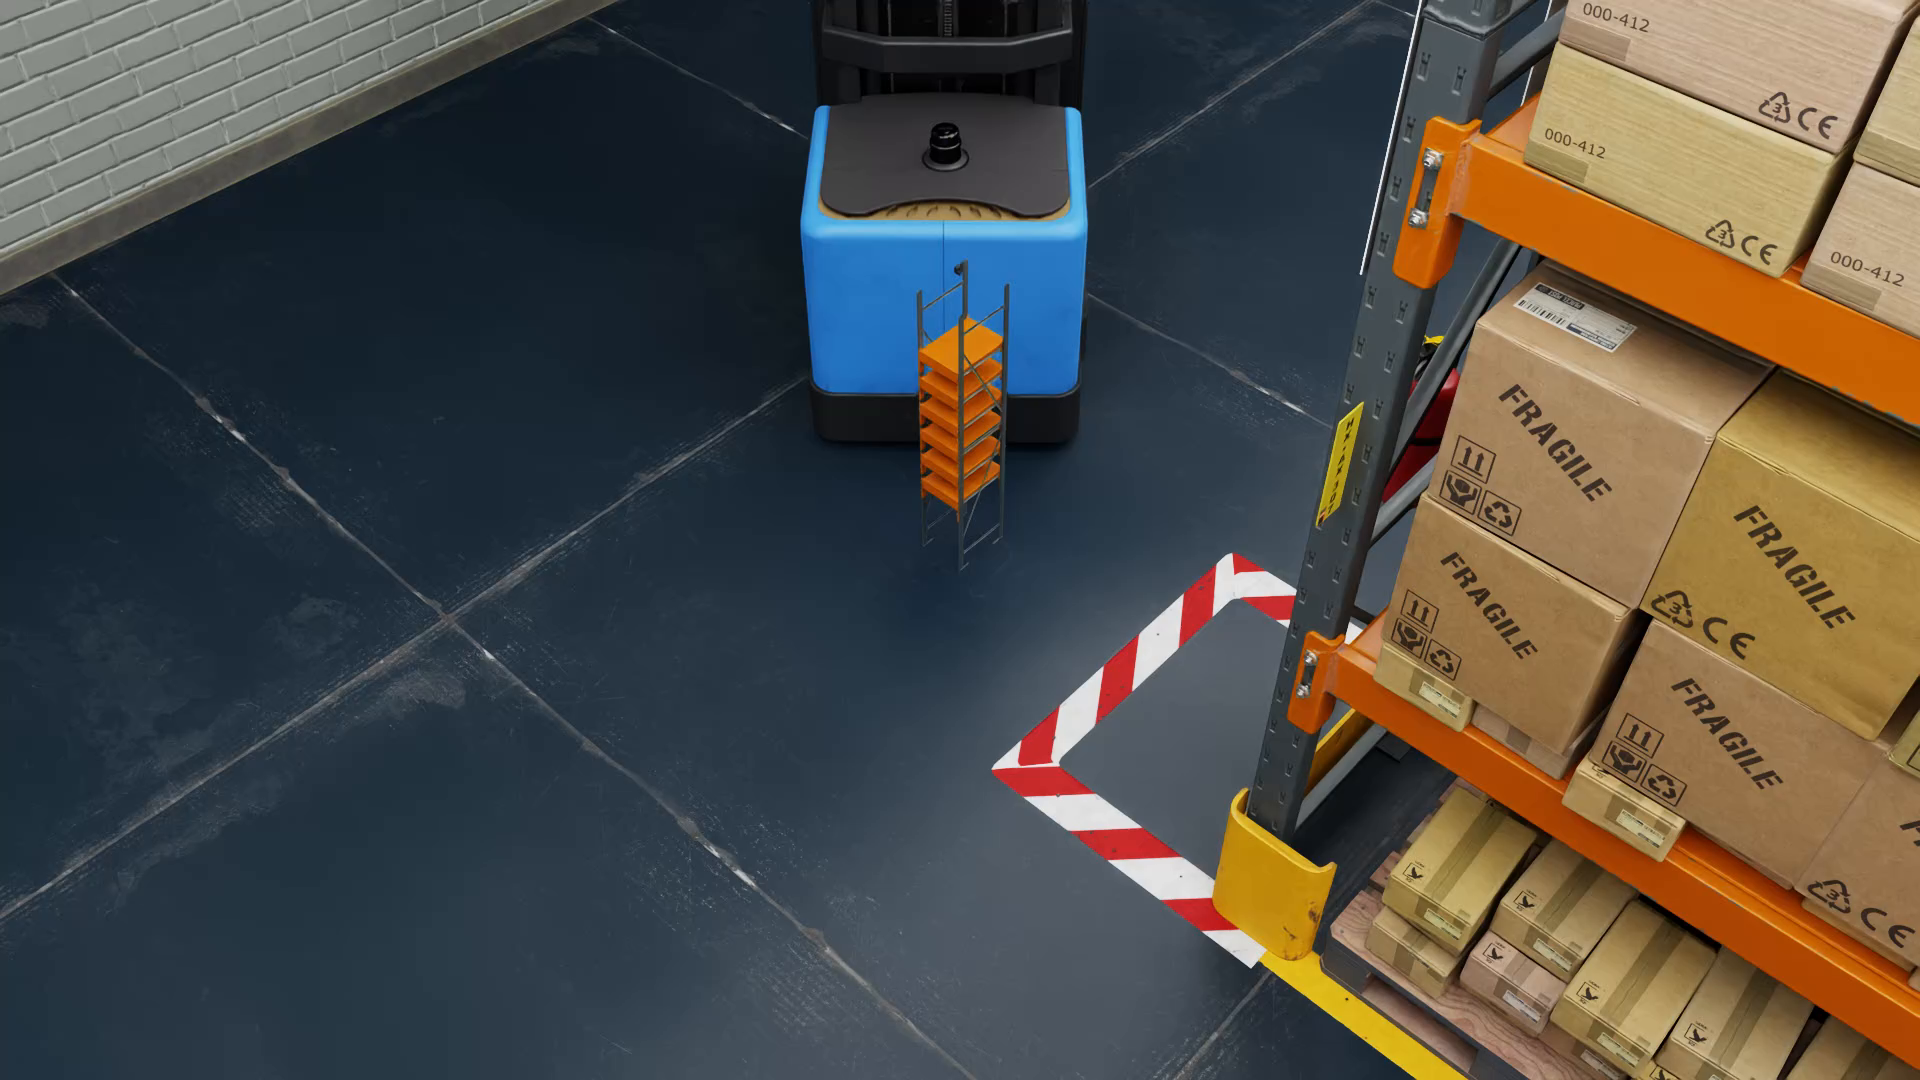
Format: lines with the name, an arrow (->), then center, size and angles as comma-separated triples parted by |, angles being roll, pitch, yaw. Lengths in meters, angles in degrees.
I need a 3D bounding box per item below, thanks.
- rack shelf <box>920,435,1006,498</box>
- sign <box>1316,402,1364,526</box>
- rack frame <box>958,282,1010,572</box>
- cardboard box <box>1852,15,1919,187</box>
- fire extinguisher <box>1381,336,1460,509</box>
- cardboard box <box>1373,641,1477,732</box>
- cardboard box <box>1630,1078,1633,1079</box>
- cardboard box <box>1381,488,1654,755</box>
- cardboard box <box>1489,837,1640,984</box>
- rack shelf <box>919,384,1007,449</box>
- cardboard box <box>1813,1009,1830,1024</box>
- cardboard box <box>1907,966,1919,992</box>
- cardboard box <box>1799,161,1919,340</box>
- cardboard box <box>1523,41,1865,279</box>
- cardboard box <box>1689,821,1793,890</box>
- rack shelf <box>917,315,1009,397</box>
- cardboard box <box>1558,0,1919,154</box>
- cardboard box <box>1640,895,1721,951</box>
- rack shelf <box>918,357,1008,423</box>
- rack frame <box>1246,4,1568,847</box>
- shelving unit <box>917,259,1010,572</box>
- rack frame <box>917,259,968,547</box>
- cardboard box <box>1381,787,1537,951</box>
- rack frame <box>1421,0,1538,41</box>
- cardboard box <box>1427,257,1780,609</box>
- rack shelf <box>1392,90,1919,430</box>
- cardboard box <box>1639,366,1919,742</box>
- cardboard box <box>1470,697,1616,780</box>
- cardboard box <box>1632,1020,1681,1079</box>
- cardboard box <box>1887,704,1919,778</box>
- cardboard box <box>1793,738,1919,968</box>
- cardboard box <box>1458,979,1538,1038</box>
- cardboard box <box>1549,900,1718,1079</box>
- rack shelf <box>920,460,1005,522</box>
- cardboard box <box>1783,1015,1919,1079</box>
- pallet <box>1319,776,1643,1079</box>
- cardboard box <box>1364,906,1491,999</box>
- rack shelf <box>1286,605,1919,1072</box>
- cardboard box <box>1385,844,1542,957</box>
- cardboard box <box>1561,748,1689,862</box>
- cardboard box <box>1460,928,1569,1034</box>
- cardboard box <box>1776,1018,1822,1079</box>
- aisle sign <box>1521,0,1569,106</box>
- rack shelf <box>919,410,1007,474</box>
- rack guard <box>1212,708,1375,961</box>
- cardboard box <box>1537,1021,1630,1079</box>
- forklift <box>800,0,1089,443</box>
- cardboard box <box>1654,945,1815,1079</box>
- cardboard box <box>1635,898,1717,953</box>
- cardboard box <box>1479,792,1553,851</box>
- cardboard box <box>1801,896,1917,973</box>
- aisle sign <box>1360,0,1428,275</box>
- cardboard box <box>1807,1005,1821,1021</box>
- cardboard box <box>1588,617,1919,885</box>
rack shelf -> 0.011, -0.291, 5.926 | 0.180, 0.103, 0.258 | 34, 55, 28
sign -> 0.859, -0.169, 3.758 | 0.005, 0.325, 0.100 | 34, 55, 28
rack frame -> 0.078, -0.358, 5.763 | 0.006, 1.200, 0.240 | 34, 55, 28
cardboard box -> 1.757, -0.697, 2.549 | 0.500, 0.250, 0.500 | 33, 55, 27
fire extinguisher -> 1.355, -0.382, 4.859 | 0.183, 0.674, 0.296 | 34, 55, 28
cardboard box -> 1.242, 0.258, 4.123 | 0.250, 0.149, 0.380 | 34, 55, 27
cardboard box -> 1.943, 1.489, 4.462 | 0.250, 0.149, 0.380 | 35, 56, 28
cardboard box -> 1.369, 0.070, 3.854 | 0.500, 0.500, 0.500 | -36, 56, -29
cardboard box -> 1.666, 0.978, 4.534 | 0.250, 0.149, 0.380 | 35, 56, 28
rack shelf -> 0.011, -0.455, 5.751 | 0.180, 0.103, 0.258 | 34, 55, 28
cardboard box -> 2.569, 1.274, 4.664 | 0.250, 0.149, 0.380 | 32, 54, 26
cardboard box -> 2.247, 0.862, 3.555 | 0.250, 0.149, 0.380 | 33, 55, 27
cardboard box -> 1.767, -0.518, 2.724 | 0.500, 0.250, 0.500 | 36, 56, 29
cardboard box -> 1.383, -0.780, 2.970 | 0.500, 0.250, 0.500 | 36, 56, 29
cardboard box -> 1.902, 0.578, 3.822 | 0.380, 0.149, 0.250 | -36, 56, -29
rack shelf -> 0.011, -0.620, 5.576 | 0.180, 0.103, 0.258 | 34, 55, 28
cardboard box -> 1.380, -0.949, 2.786 | 0.500, 0.250, 0.500 | 35, 56, 28
cardboard box -> 2.148, 1.066, 4.859 | 0.250, 0.149, 0.380 | 34, 55, 28
rack shelf -> 0.011, -0.537, 5.663 | 0.180, 0.103, 0.258 | 34, 55, 28
rack frame -> 1.227, -0.164, 4.346 | 0.127, 3.000, 1.000 | 34, 55, 28
shelving unit -> 0.011, -0.404, 5.806 | 0.189, 1.200, 0.258 | 34, 55, 28
rack frame -> -0.057, -0.449, 5.848 | 0.006, 1.200, 0.240 | 34, 55, 28
cardboard box -> 1.381, 0.906, 4.601 | 0.250, 0.149, 0.380 | 32, 54, 26
rack frame -> 1.227, -2.217, 2.159 | 0.127, 3.000, 1.000 | 34, 55, 28
cardboard box -> 1.377, -0.278, 3.495 | 0.500, 0.500, 0.500 | 34, 55, 27
rack shelf -> 2.696, 0.045, 2.587 | 4.000, 0.370, 1.077 | 34, 55, 28
cardboard box -> 1.752, -0.032, 3.264 | 0.500, 0.500, 0.500 | 36, 56, 29
cardboard box -> 1.458, 0.362, 4.025 | 0.250, 0.149, 0.380 | 36, 56, 29
cardboard box -> 1.955, 1.387, 4.353 | 0.250, 0.149, 0.380 | 36, 56, 29
cardboard box -> 2.119, 0.237, 3.011 | 0.500, 0.500, 0.500 | 33, 55, 27
cardboard box -> 2.131, 0.570, 3.385 | 0.500, 0.500, 0.500 | 35, 56, 28
cardboard box -> 1.643, 1.184, 4.748 | 0.250, 0.149, 0.380 | 34, 55, 28
cardboard box -> 1.764, 1.171, 4.353 | 0.250, 0.149, 0.380 | 34, 55, 28
rack shelf -> 0.011, -0.209, 6.013 | 0.180, 0.103, 0.258 | 34, 55, 28
cardboard box -> 2.200, 1.391, 4.146 | 0.250, 0.149, 0.380 | 36, 56, 29
pallet -> 1.856, 1.249, 4.933 | 1.213, 0.211, 1.003 | 34, 55, 28
cardboard box -> 1.395, 1.099, 4.828 | 0.250, 0.149, 0.380 | 35, 56, 28
rack shelf -> 2.696, 1.071, 3.680 | 4.000, 0.370, 1.077 | 34, 55, 28
cardboard box -> 1.438, 0.963, 4.752 | 0.380, 0.149, 0.250 | -36, 56, -29
cardboard box -> 1.619, 0.523, 3.873 | 0.250, 0.149, 0.380 | 32, 55, 27
cardboard box -> 1.601, 1.129, 4.596 | 0.250, 0.149, 0.380 | 34, 55, 28
cardboard box -> 2.215, 1.468, 4.278 | 0.250, 0.149, 0.380 | 31, 54, 26
aisle sign -> 1.377, -1.251, 3.583 | 0.004, 0.787, 0.394 | 34, 55, 28
rack shelf -> 0.011, -0.373, 5.838 | 0.180, 0.103, 0.258 | 34, 55, 28
rack guard -> 1.283, 0.729, 5.222 | 0.348, 0.500, 1.175 | 34, 55, 28
cardboard box -> 1.830, 1.303, 4.636 | 0.250, 0.149, 0.380 | 35, 56, 28
forklift -> -0.038, -2.442, 6.532 | 1.130, 2.935, 3.031 | 1, 47, 1
cardboard box -> 2.002, 1.249, 4.279 | 0.250, 0.149, 0.380 | 31, 54, 26
cardboard box -> 1.840, 1.202, 4.527 | 0.250, 0.149, 0.380 | 35, 56, 28
cardboard box -> 1.755, 0.817, 5.093 | 0.250, 0.149, 0.380 | 35, 56, 28
cardboard box -> 2.085, 0.725, 3.684 | 0.250, 0.149, 0.380 | 33, 55, 27
aisle sign -> 0.970, -0.929, 3.282 | 0.004, 0.787, 0.394 | 34, 55, 28
cardboard box -> 2.319, 1.119, 4.606 | 0.250, 0.149, 0.380 | 33, 55, 27
cardboard box -> 1.780, 0.321, 3.618 | 0.500, 0.500, 0.500 | 34, 55, 28
